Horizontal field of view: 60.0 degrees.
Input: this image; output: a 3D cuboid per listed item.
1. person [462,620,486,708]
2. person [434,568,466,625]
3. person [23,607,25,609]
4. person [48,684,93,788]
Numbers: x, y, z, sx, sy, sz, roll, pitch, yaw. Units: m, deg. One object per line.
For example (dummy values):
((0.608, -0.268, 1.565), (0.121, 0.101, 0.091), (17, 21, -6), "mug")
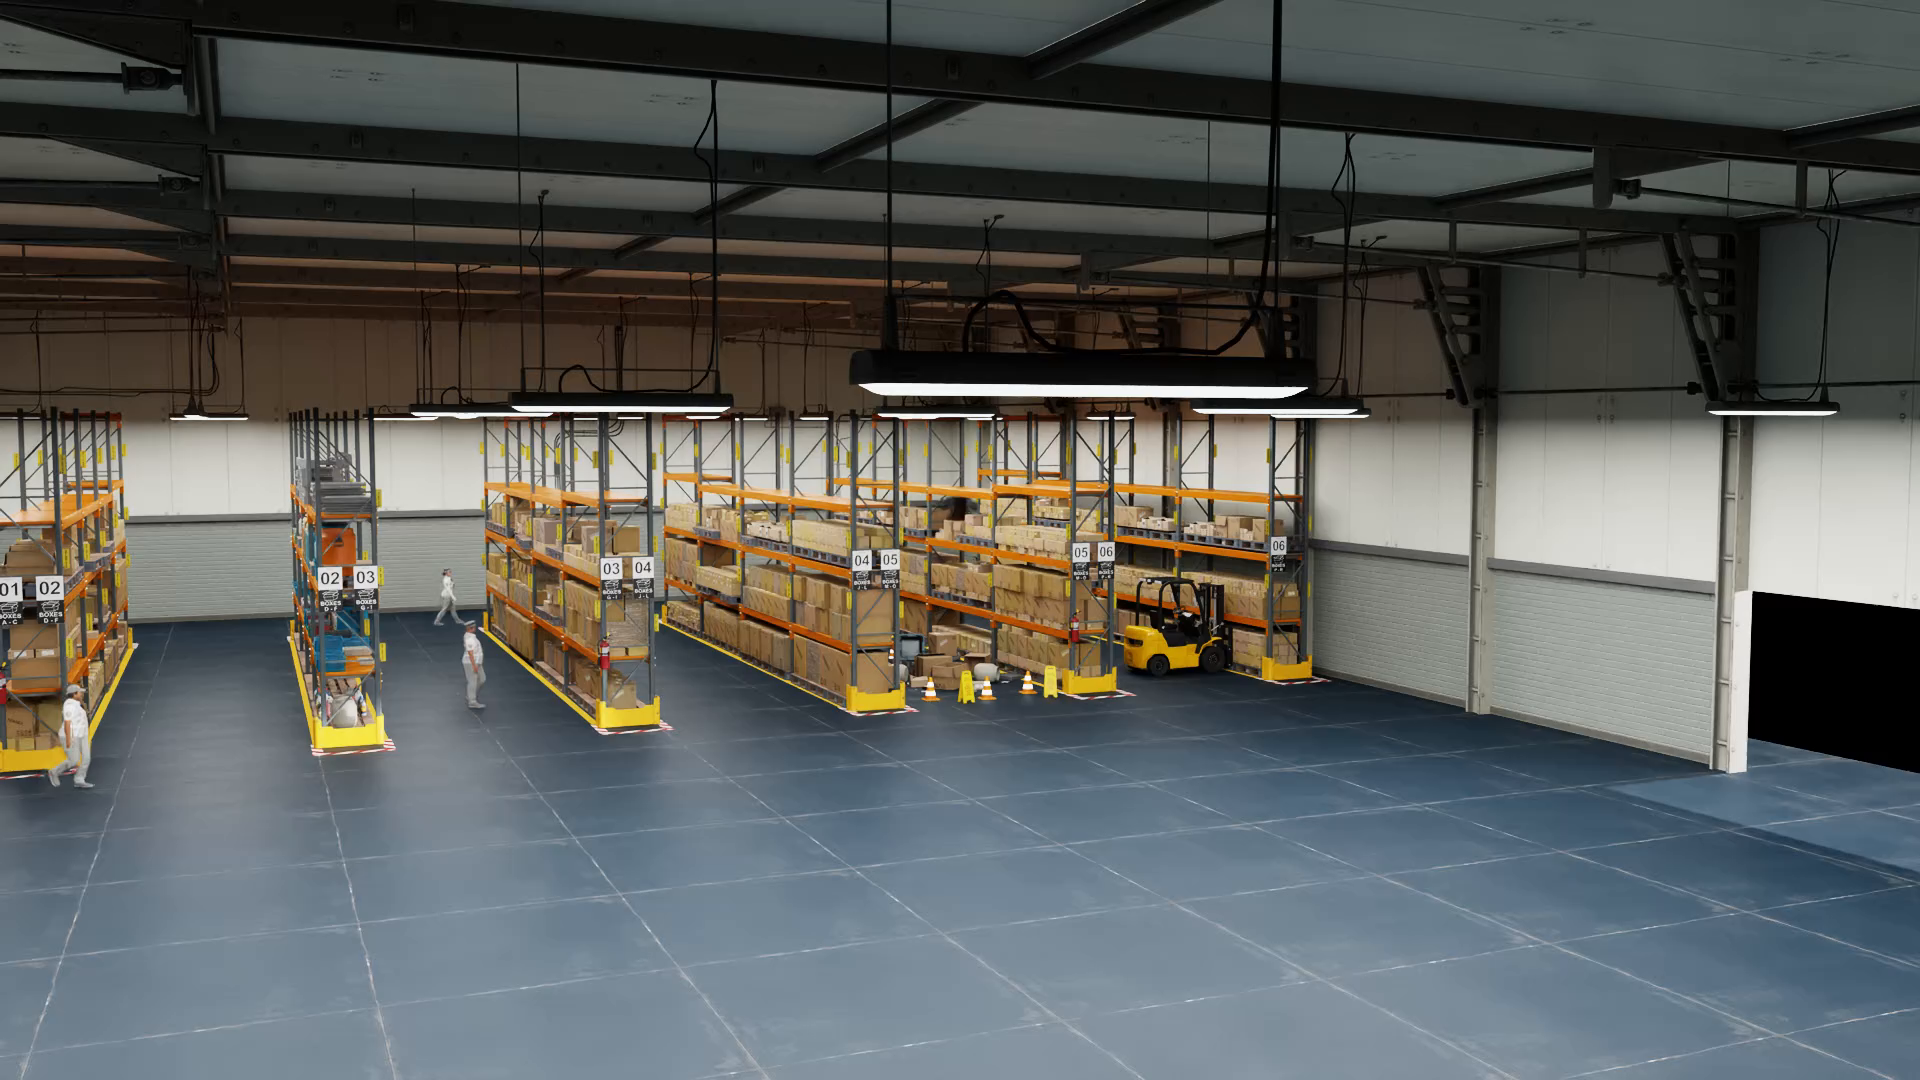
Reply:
((-9.821, 2.503, 33.592), (0.457, 1.784, 0.587), (0, 4, -1), "person")
((-14.450, 1.585, 47.055), (0.972, 1.627, 0.556), (-3, 5, -39), "person")
((-22.183, 2.168, 39.325), (0.447, 1.607, 0.929), (-1, 4, -17), "person")
((-13.916, 3.075, 26.015), (0.574, 1.634, 0.510), (0, 4, 7), "person")
